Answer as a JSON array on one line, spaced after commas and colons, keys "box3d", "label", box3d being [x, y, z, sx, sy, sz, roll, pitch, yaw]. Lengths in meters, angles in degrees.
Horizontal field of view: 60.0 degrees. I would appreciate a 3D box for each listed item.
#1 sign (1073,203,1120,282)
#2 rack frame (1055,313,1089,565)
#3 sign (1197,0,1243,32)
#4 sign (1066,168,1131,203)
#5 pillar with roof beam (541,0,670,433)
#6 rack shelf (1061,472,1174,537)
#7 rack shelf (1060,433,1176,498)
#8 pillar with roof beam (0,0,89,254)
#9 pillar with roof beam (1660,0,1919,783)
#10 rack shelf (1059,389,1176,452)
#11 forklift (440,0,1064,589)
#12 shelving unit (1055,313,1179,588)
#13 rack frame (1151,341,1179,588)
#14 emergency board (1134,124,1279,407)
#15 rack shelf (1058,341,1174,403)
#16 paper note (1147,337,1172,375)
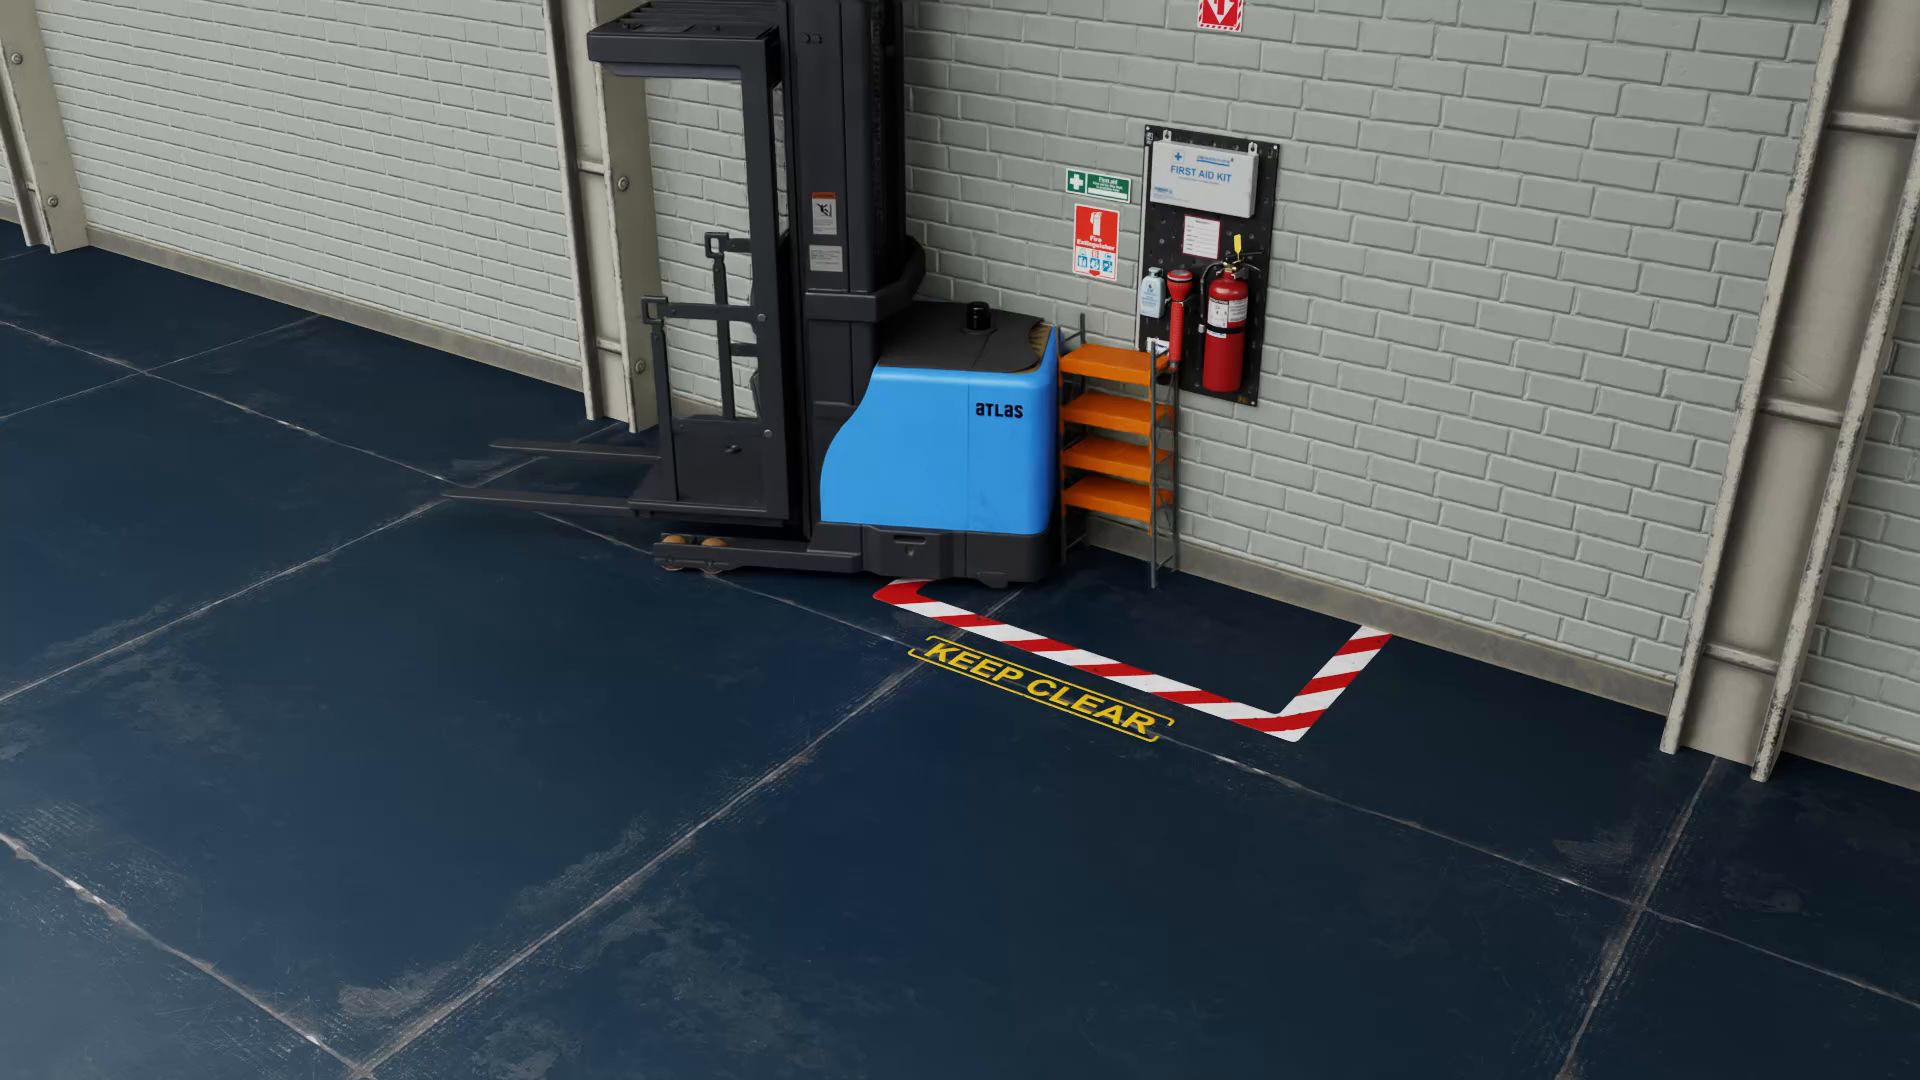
[{"box3d": [0.617, -1.353, 7.563, 0.234, 0.329, 0.001, 17, 32, 30], "label": "sign"}, {"box3d": [0.534, -0.460, 7.858, 0.015, 1.200, 0.240, 13, 29, 32], "label": "rack frame"}, {"box3d": [1.064, -2.229, 6.768, 0.199, 0.298, 0.001, 17, 32, 30], "label": "sign"}, {"box3d": [0.616, -1.585, 7.434, 0.331, 0.109, 0.001, 17, 32, 30], "label": "sign"}, {"box3d": [-4.353, -3.113, 4.446, 0.400, 9.000, 9.100, 17, 32, 30], "label": "pillar with roof beam"}, {"box3d": [0.749, -0.171, 7.839, 0.480, 0.148, 0.258, 13, 29, 32], "label": "rack shelf"}, {"box3d": [0.739, -0.351, 7.757, 0.480, 0.148, 0.258, 13, 29, 32], "label": "rack shelf"}, {"box3d": [-9.299, -4.654, 7.473, 0.400, 9.000, 9.100, 17, 32, 30], "label": "pillar with roof beam"}, {"box3d": [0.592, -1.572, 1.418, 0.400, 9.000, 9.100, 17, 32, 30], "label": "pillar with roof beam"}, {"box3d": [0.727, -0.554, 7.664, 0.480, 0.148, 0.258, 13, 29, 32], "label": "rack shelf"}, {"box3d": [-1.018, -1.376, 7.723, 3.031, 2.935, 1.130, 4, 27, 8], "label": "forklift"}, {"box3d": [0.735, -0.412, 7.729, 0.503, 1.200, 0.258, 13, 29, 32], "label": "shelving unit"}, {"box3d": [0.937, -0.364, 7.600, 0.015, 1.200, 0.240, 13, 29, 32], "label": "rack frame"}, {"box3d": [1.014, -1.157, 7.216, 0.643, 1.169, 0.194, 17, 32, 30], "label": "emergency board"}, {"box3d": [0.716, -0.769, 7.566, 0.480, 0.148, 0.258, 13, 29, 32], "label": "rack shelf"}, {"box3d": [0.908, -0.836, 7.556, 0.142, 0.148, 0.016, 17, 32, 30], "label": "paper note"}]
